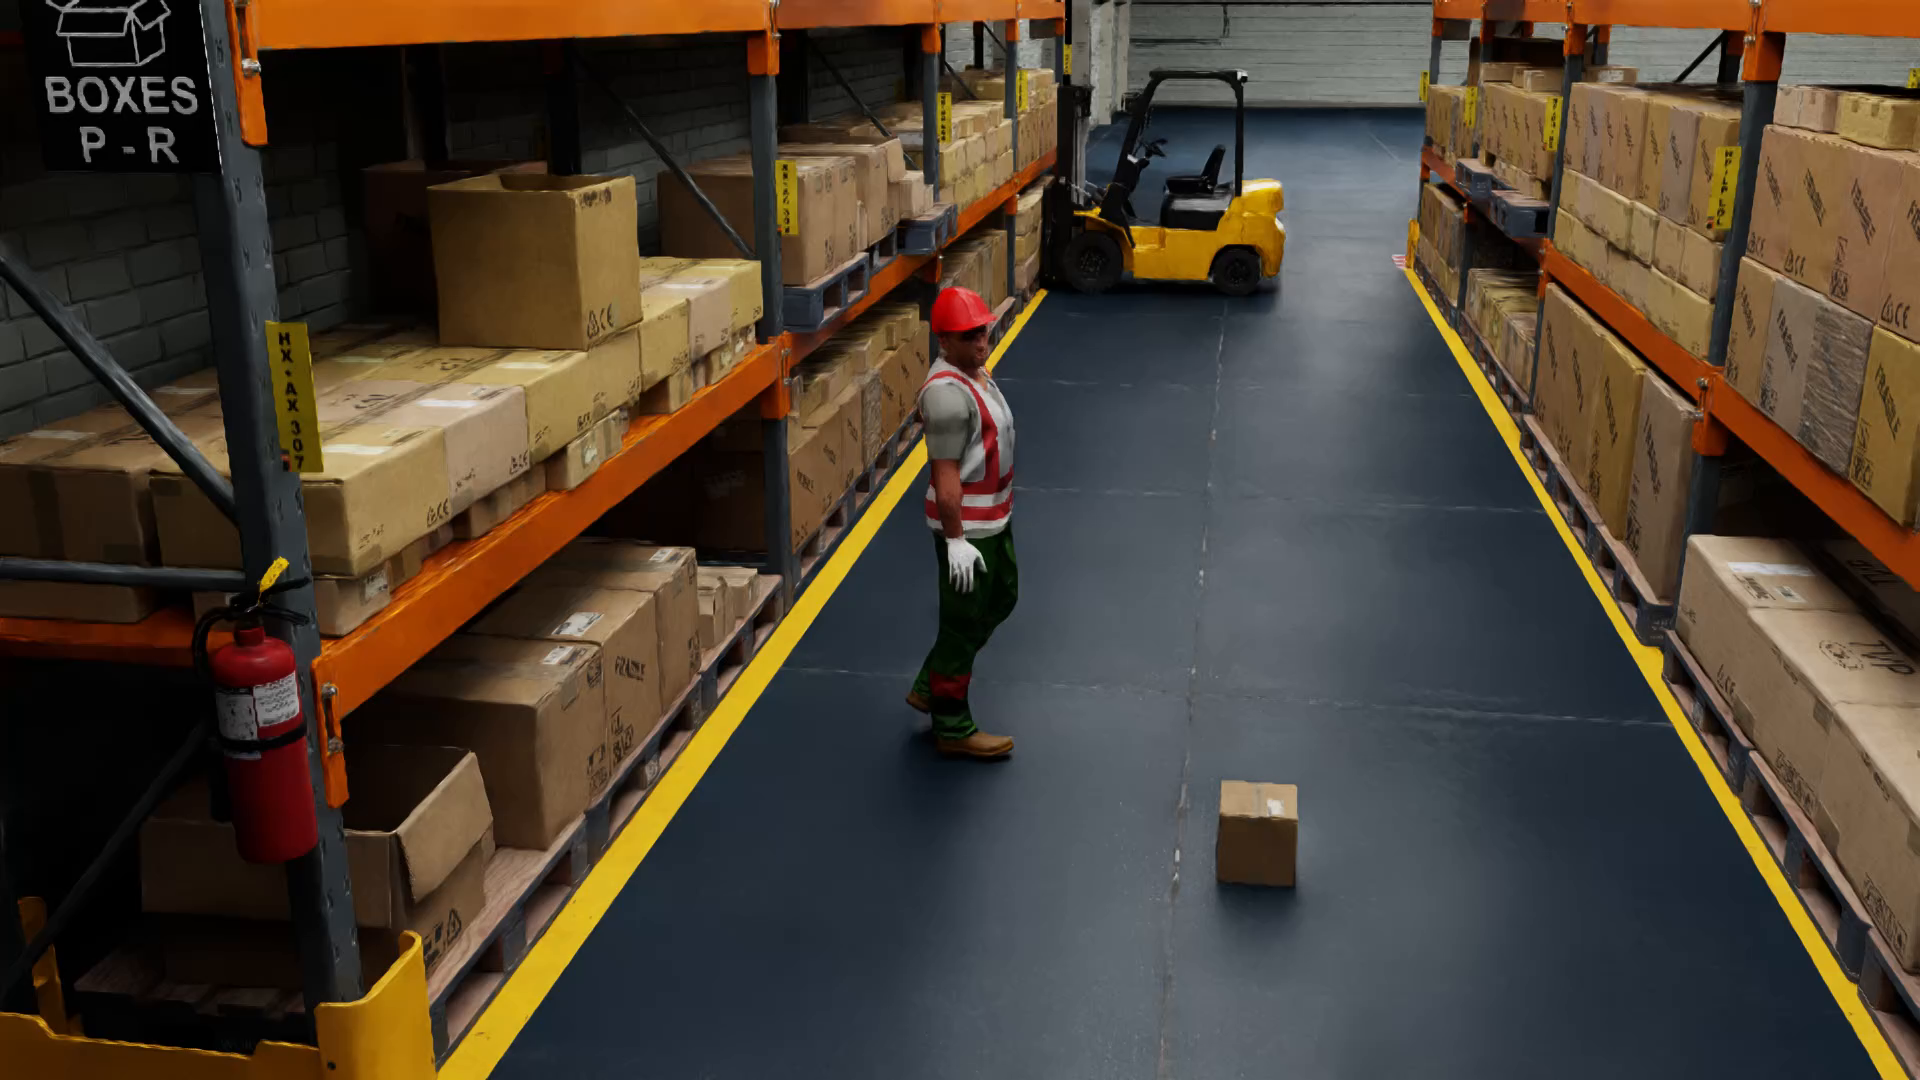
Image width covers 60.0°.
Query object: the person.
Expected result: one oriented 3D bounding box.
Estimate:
[{"bbox_3d":[-0.006,-0.057,6.145,0.442,1.786,0.578,3,18,9],"label":"person"}]
